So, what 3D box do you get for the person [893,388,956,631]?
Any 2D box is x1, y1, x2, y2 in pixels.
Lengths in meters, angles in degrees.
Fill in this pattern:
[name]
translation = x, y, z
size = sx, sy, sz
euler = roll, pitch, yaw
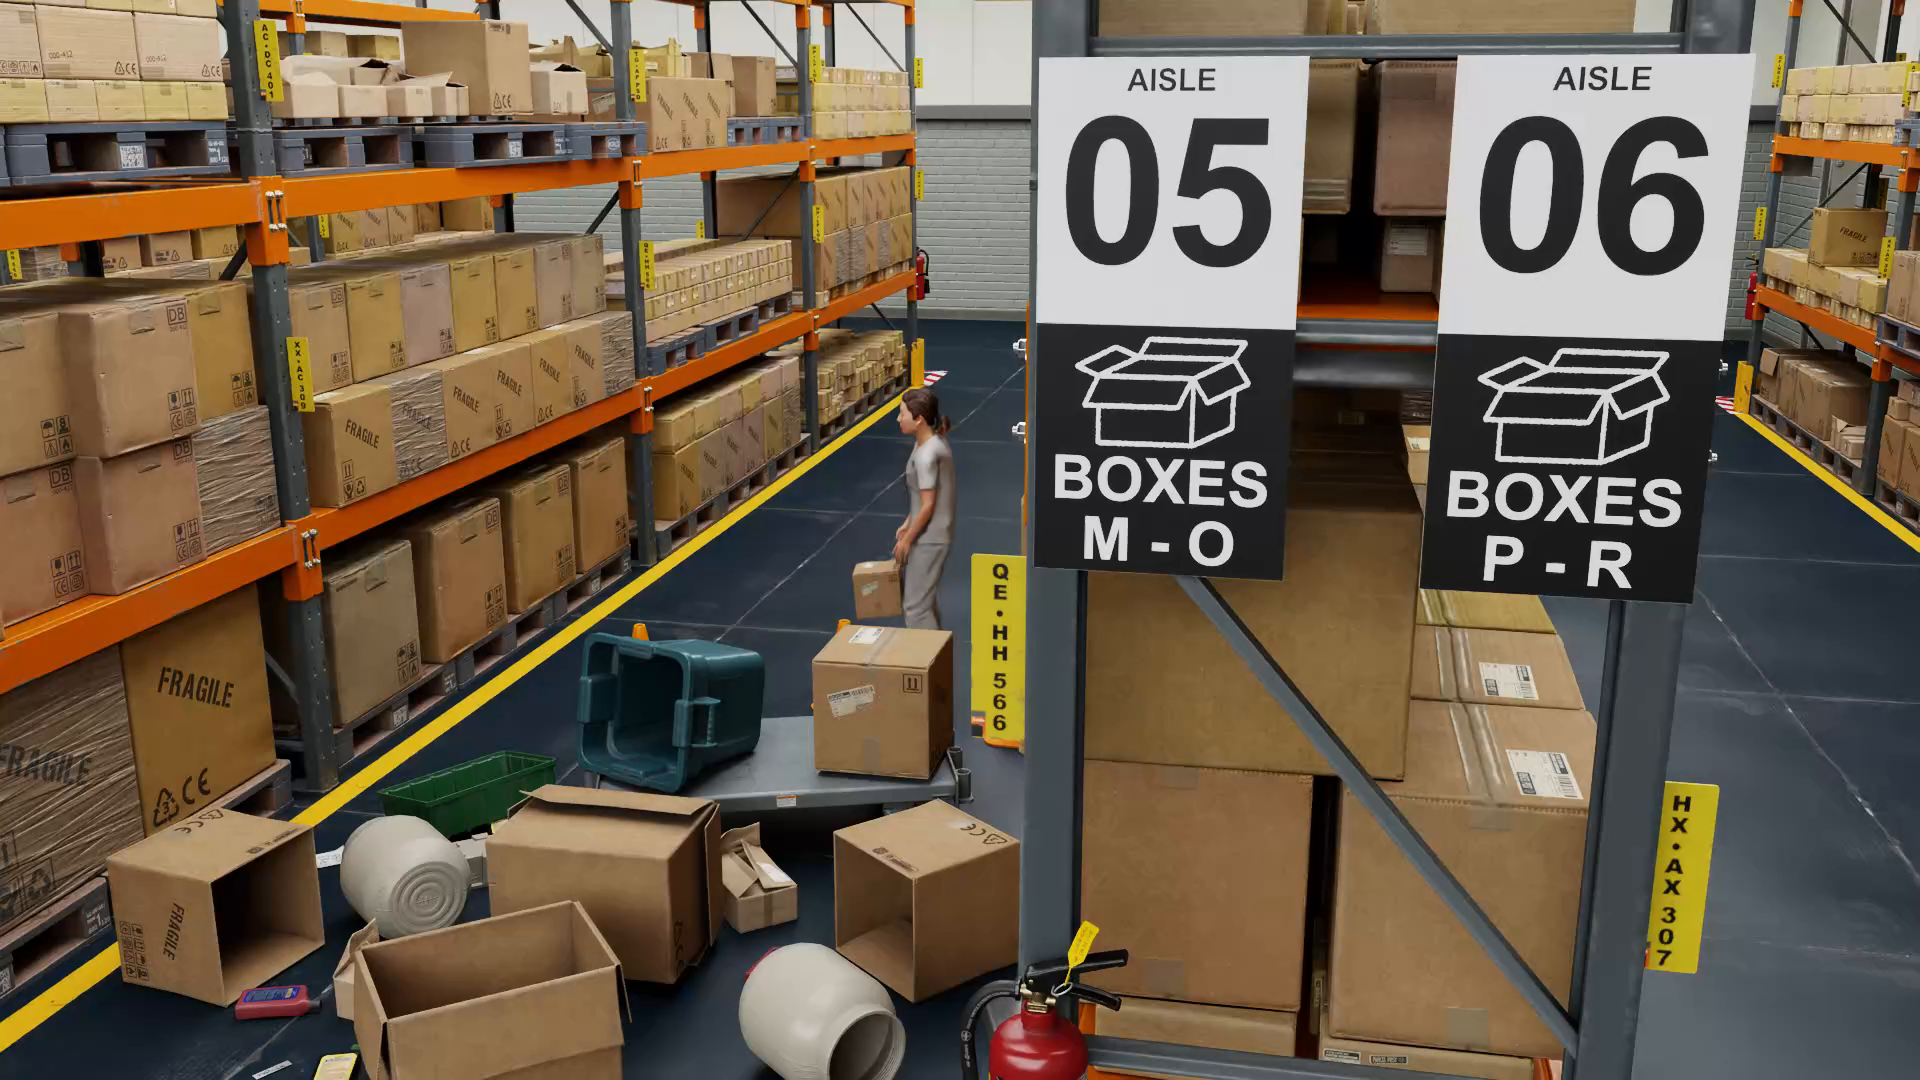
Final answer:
[person]
translation = -0.204, 0.004, 8.994
size = 0.364, 1.676, 0.474
euler = 0, 15, 1
